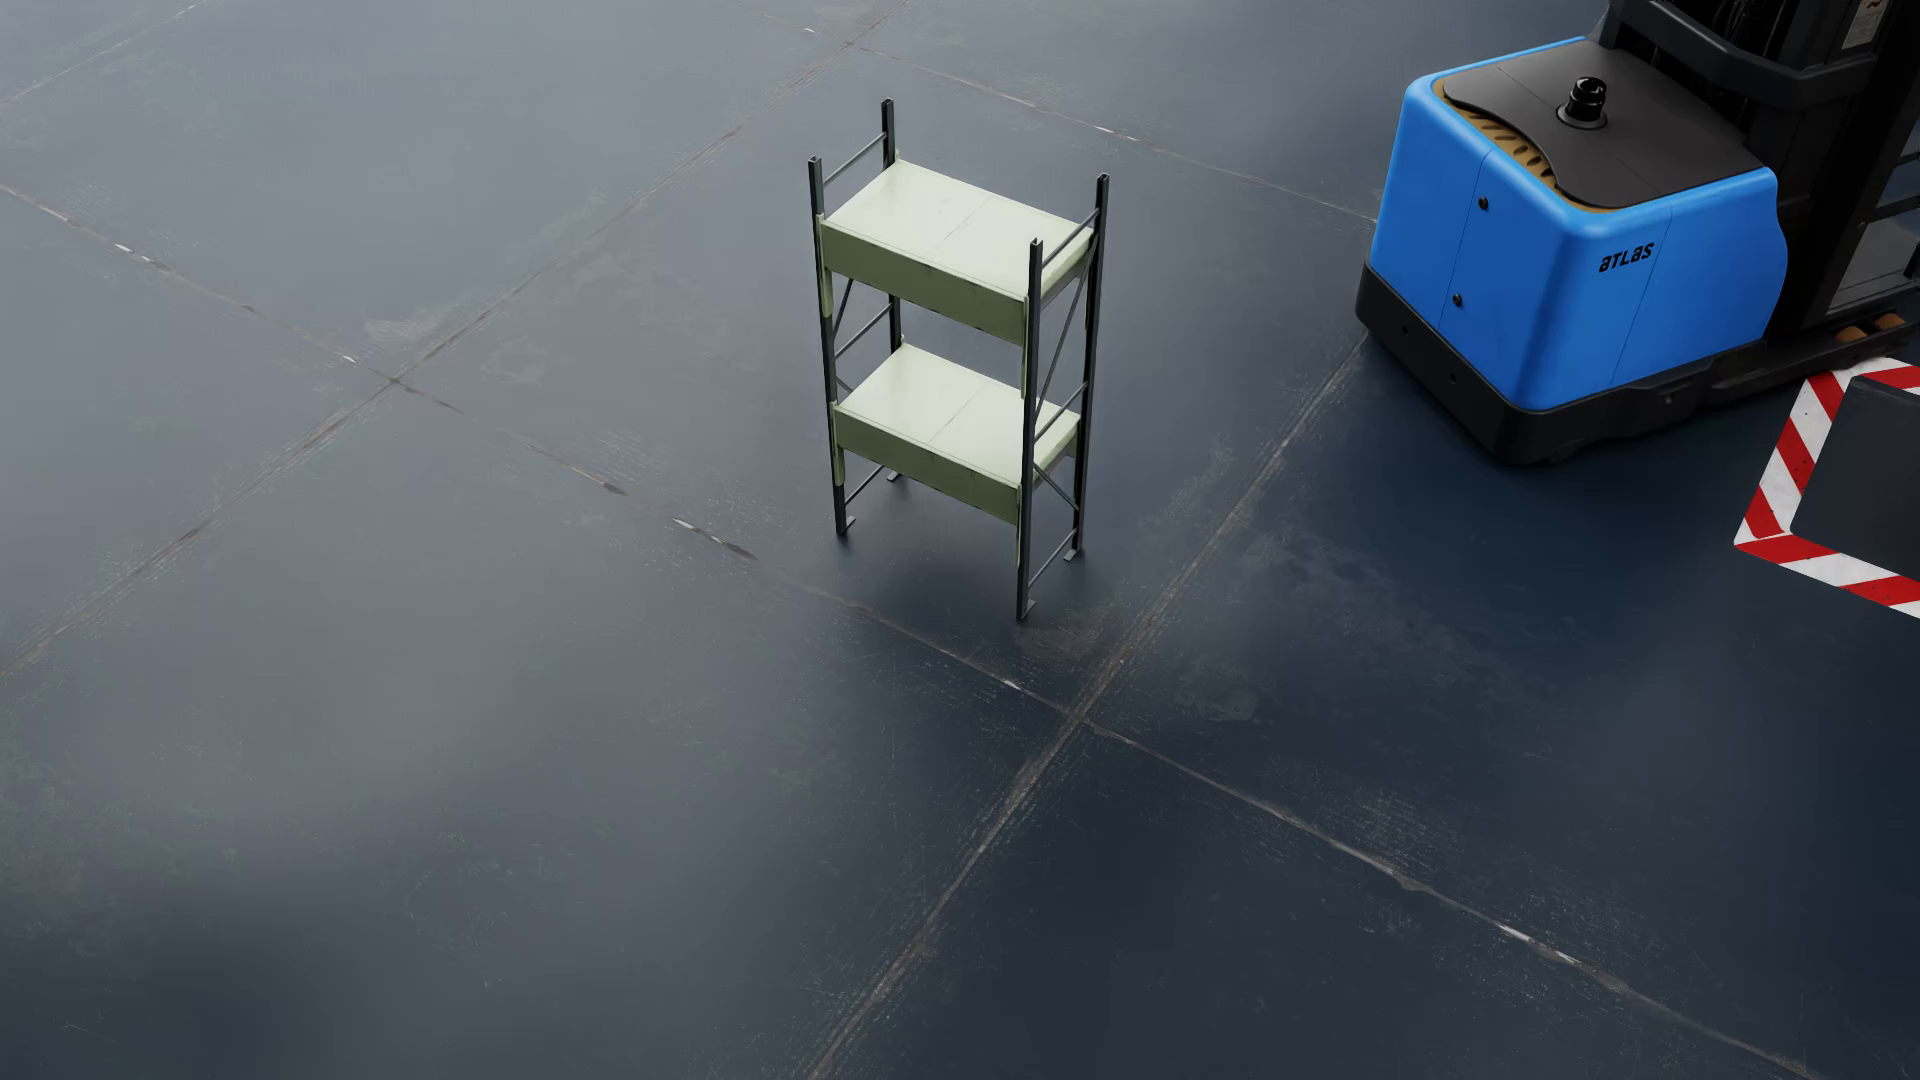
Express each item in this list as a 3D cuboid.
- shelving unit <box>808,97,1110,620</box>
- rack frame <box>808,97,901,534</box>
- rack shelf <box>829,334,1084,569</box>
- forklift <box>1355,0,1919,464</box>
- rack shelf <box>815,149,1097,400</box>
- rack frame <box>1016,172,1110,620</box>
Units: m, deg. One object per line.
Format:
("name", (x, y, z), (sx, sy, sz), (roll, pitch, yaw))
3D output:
("shelving unit", (-0.006, -0.525, 5.215), (0.755, 1.500, 0.431), (25, 51, 22))
("rack frame", (-0.314, -0.667, 5.352), (0.023, 1.500, 0.400), (25, 51, 22))
("rack shelf", (-0.006, -0.298, 5.448), (0.720, 0.370, 0.431), (25, 51, 22))
("forklift", (3.110, -2.002, 5.652), (3.031, 2.935, 1.130), (-18, 48, -17))
("rack shelf", (-0.006, -0.797, 4.935), (0.720, 0.370, 0.431), (25, 51, 22))
("rack frame", (0.302, -0.384, 5.077), (0.023, 1.500, 0.400), (25, 51, 22))
